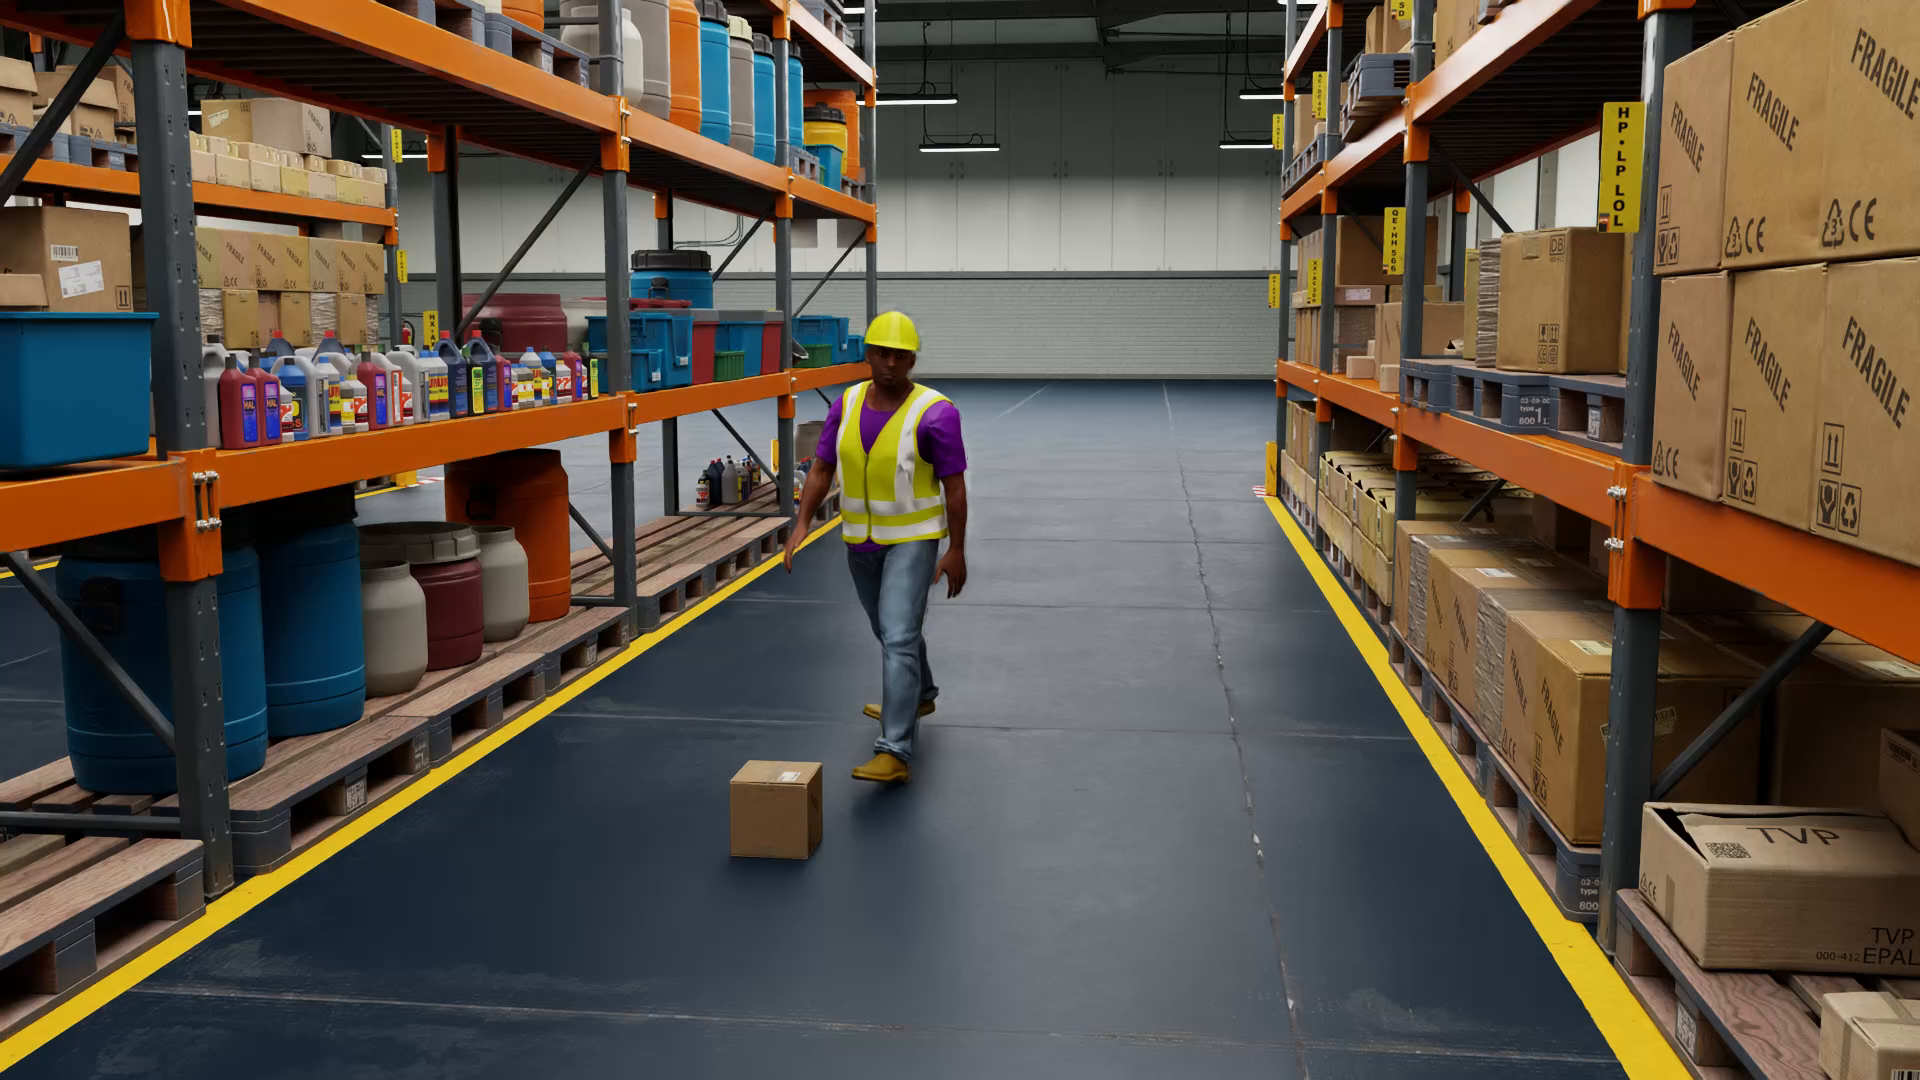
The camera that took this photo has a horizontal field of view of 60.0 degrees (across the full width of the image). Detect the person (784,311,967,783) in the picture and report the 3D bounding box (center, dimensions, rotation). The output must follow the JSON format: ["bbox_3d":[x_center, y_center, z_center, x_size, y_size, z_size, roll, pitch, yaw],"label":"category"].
[{"bbox_3d":[-0.290,-0.007,6.369,0.650,1.724,1.007,5,9,34],"label":"person"}]
